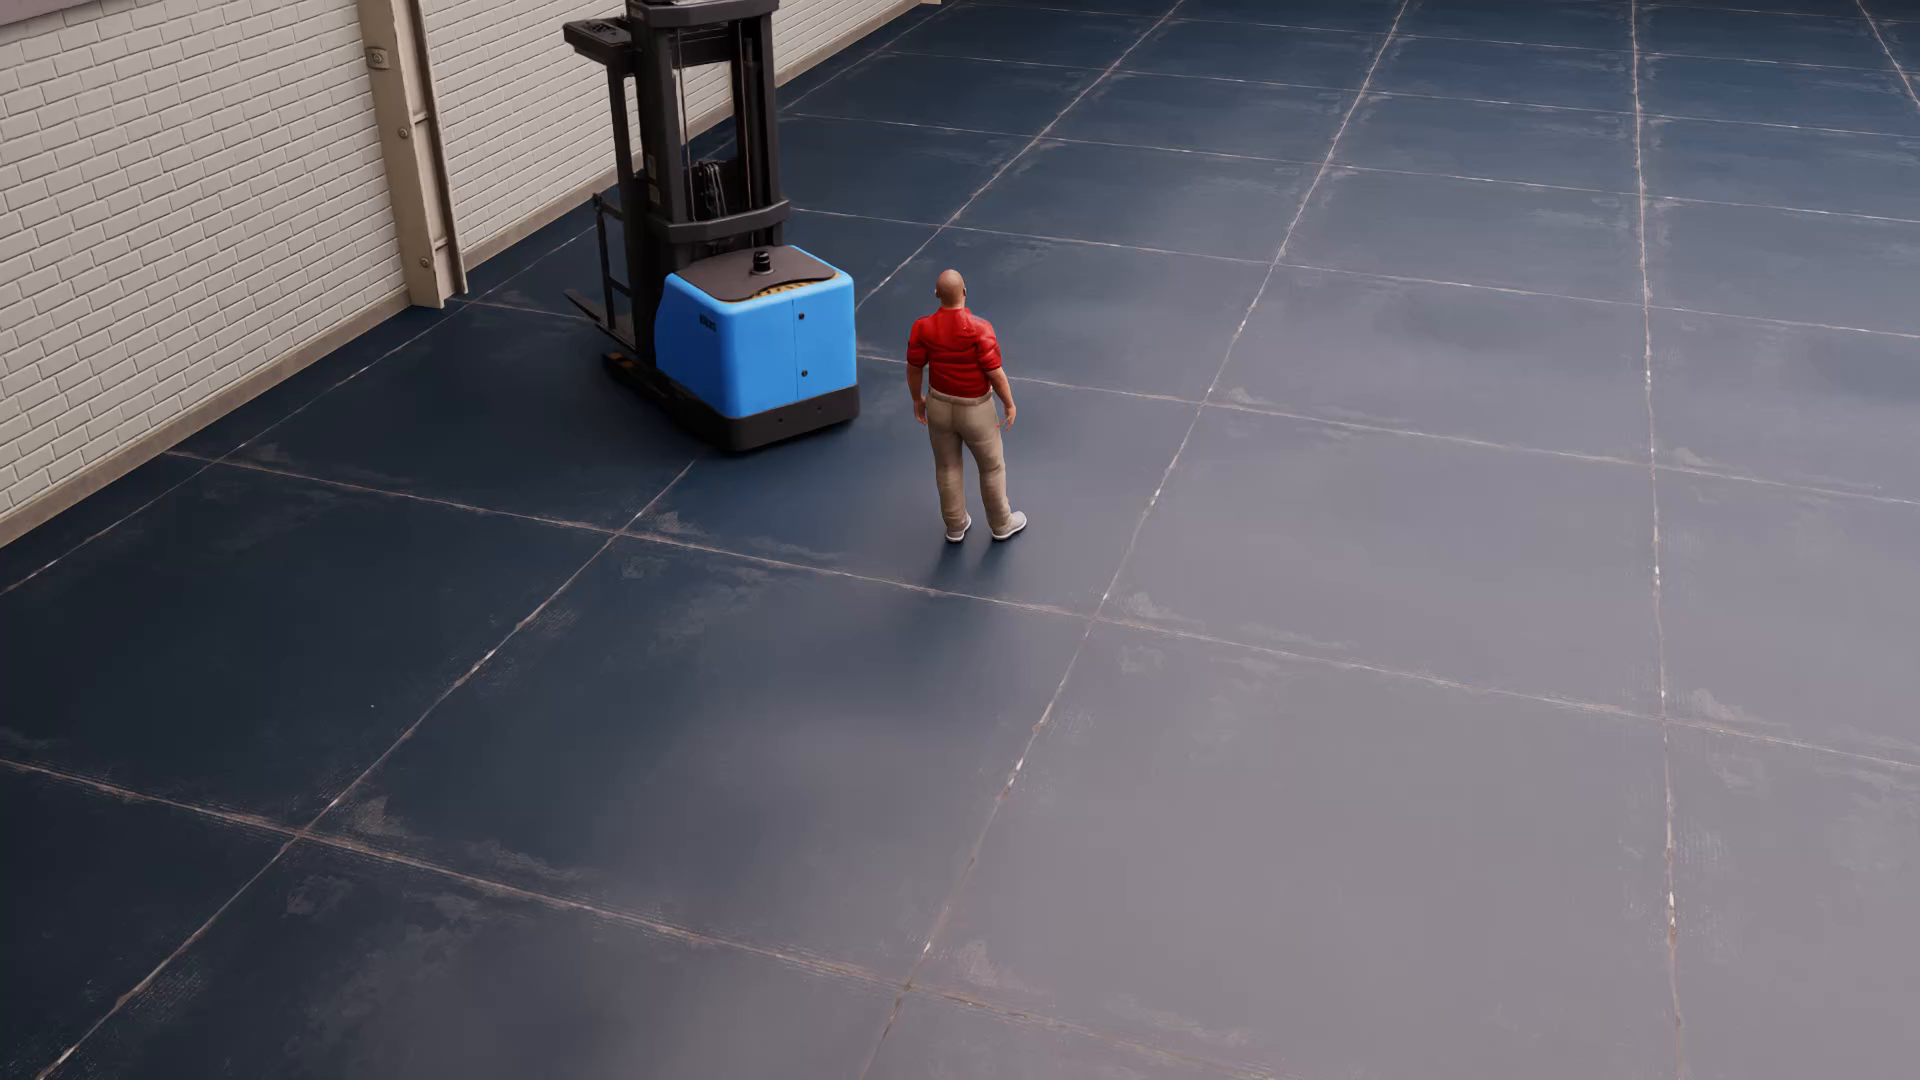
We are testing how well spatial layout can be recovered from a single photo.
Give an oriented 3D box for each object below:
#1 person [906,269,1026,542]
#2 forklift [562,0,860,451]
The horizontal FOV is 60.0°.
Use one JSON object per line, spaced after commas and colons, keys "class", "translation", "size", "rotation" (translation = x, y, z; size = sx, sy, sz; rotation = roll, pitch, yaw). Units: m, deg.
{"class": "person", "translation": [0.041, -0.797, 9.735], "size": [0.640, 1.727, 0.551], "rotation": [10, 31, 16]}
{"class": "forklift", "translation": [-1.966, -2.533, 11.580], "size": [1.130, 2.935, 3.031], "rotation": [-20, 35, -31]}
